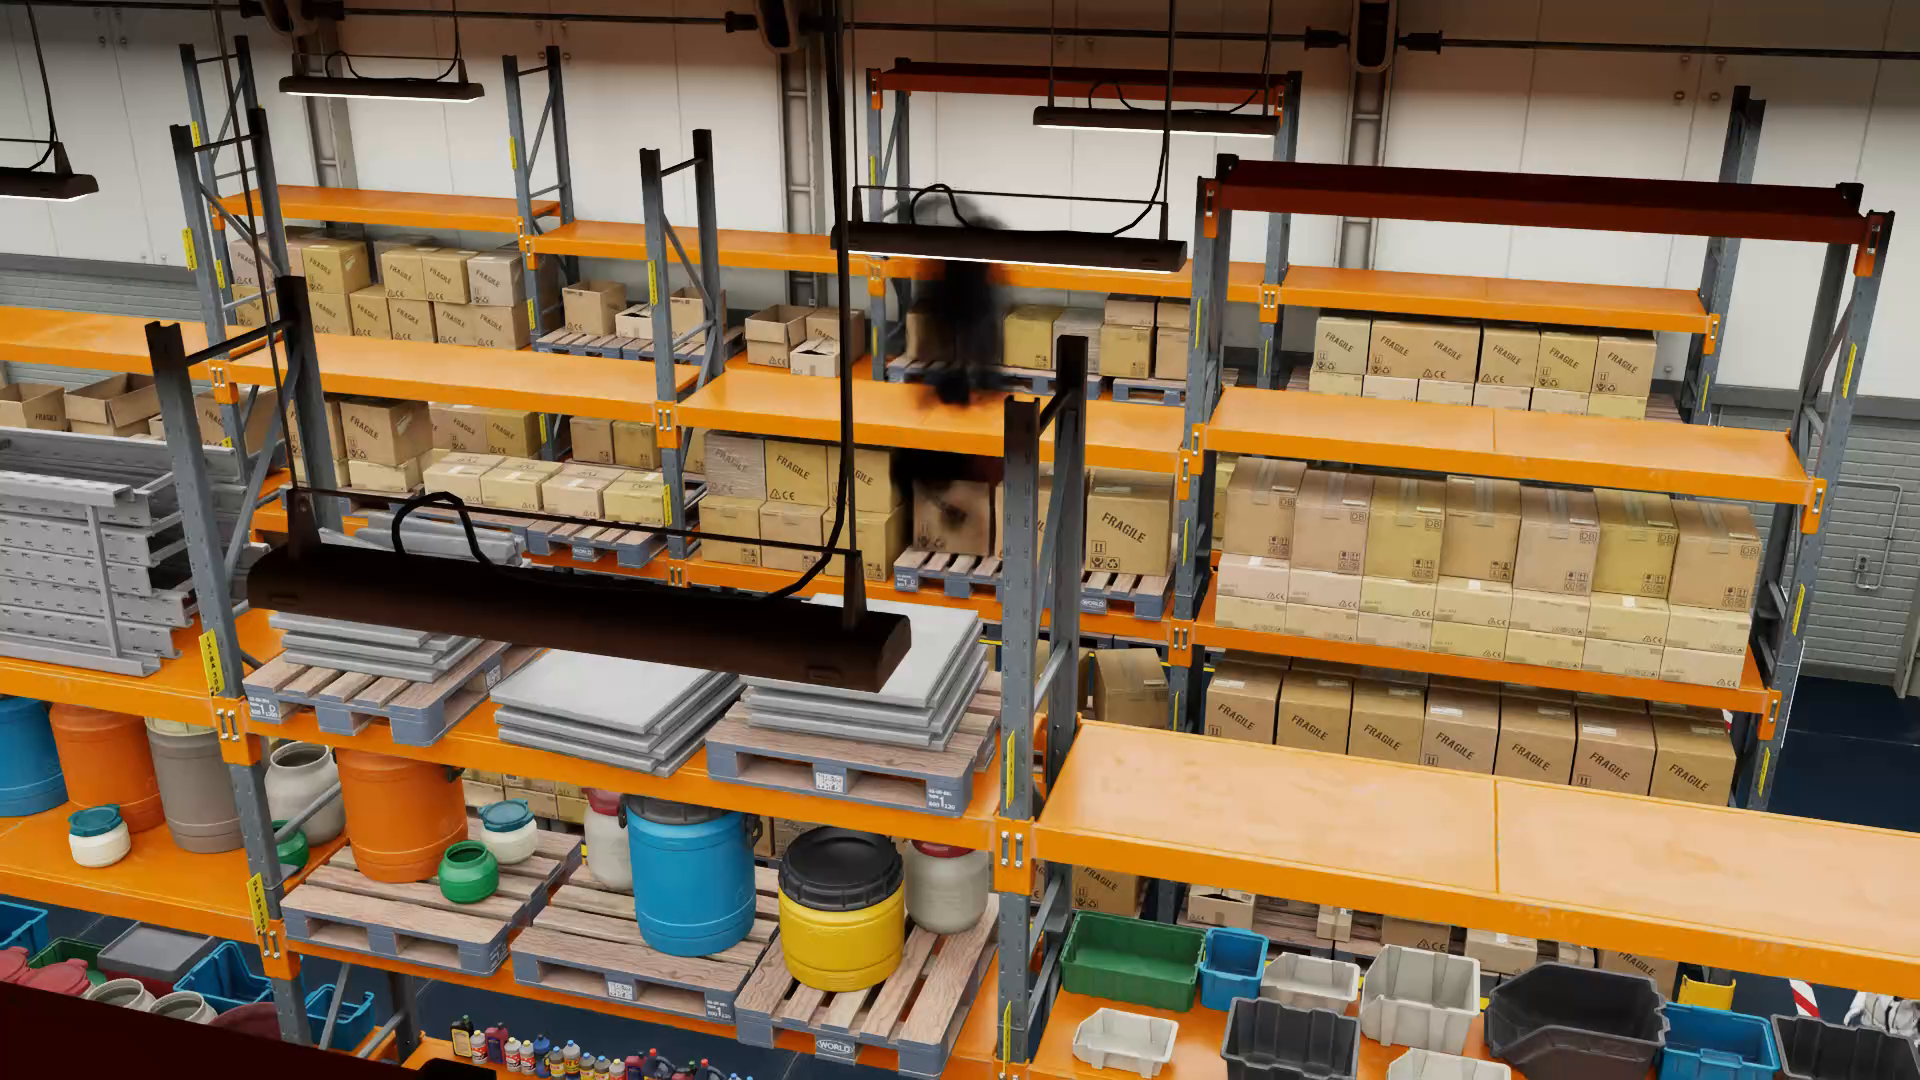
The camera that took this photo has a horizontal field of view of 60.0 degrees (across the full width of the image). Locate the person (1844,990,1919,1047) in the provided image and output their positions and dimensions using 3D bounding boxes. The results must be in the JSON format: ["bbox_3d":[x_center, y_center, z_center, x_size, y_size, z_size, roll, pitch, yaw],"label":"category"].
[{"bbox_3d":[6.001,3.249,10.815,0.501,1.647,0.657,-1,23,-2],"label":"person"}]
